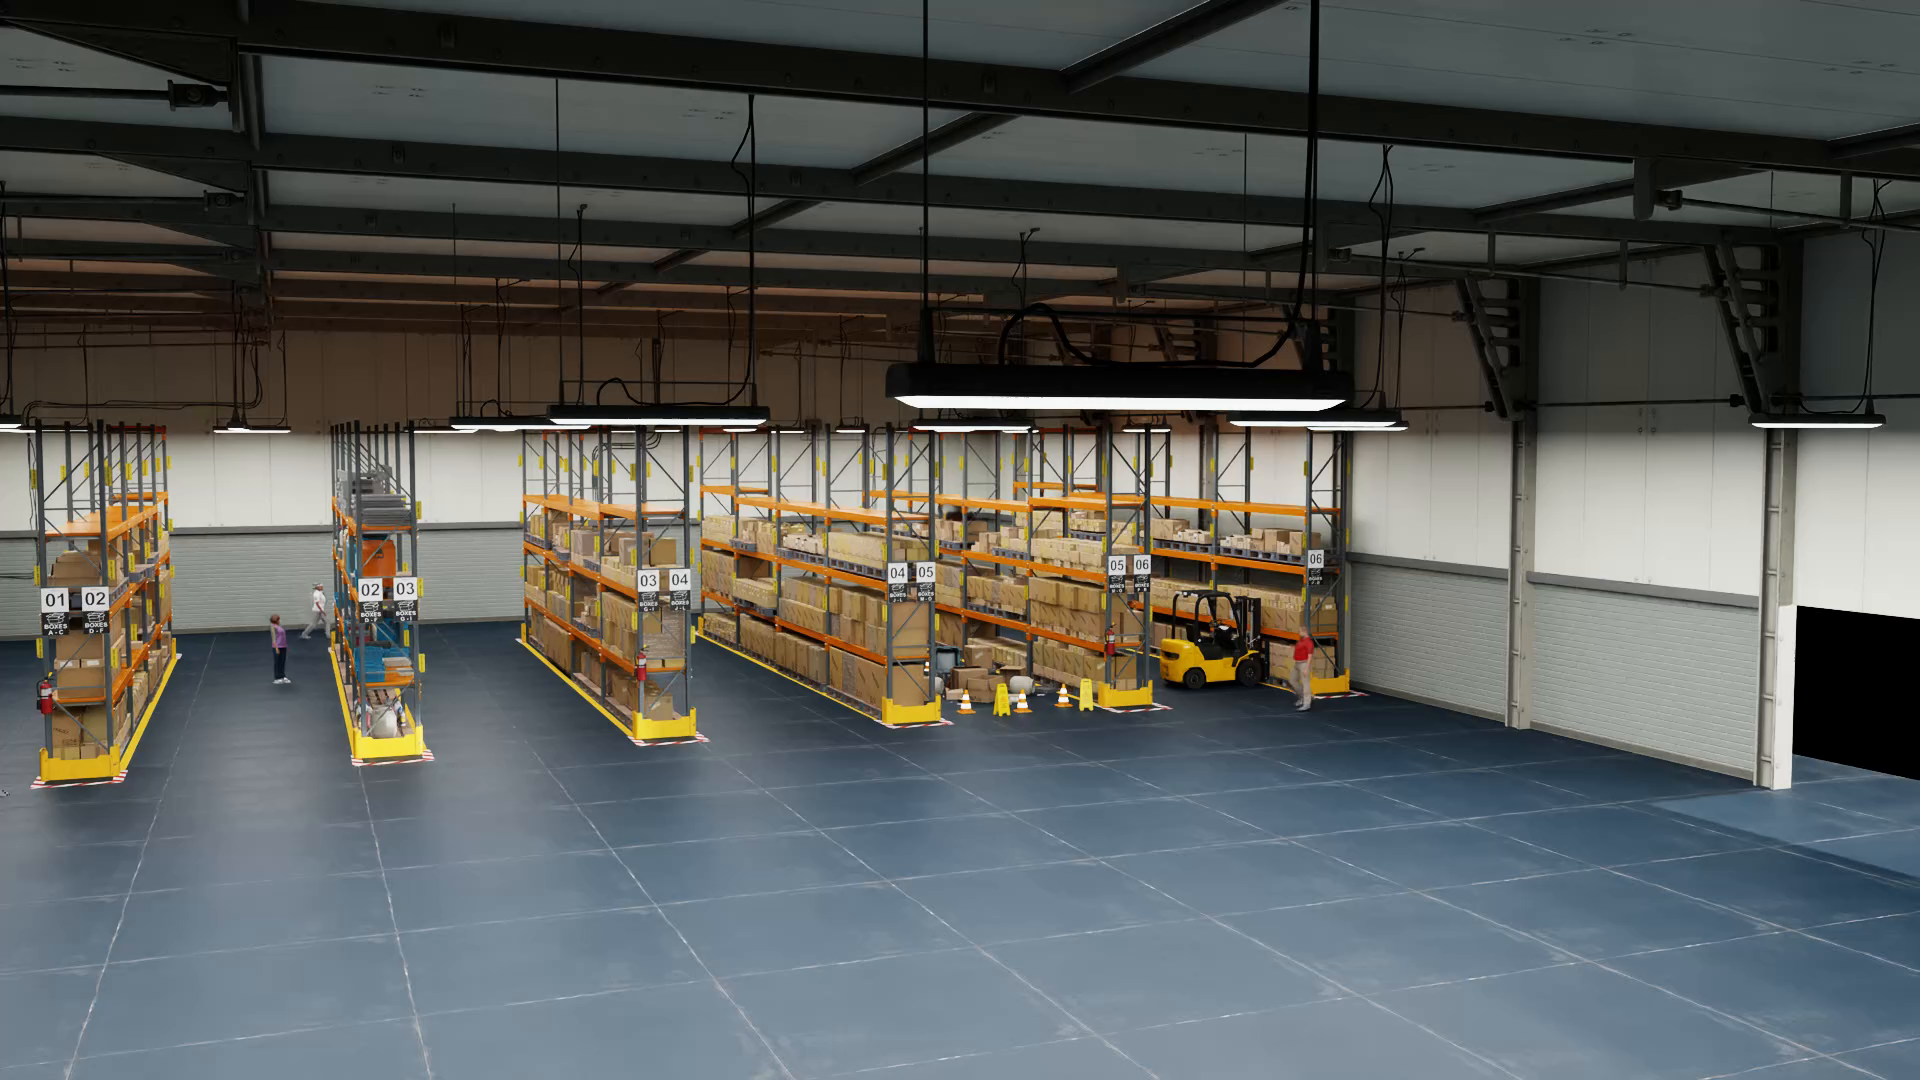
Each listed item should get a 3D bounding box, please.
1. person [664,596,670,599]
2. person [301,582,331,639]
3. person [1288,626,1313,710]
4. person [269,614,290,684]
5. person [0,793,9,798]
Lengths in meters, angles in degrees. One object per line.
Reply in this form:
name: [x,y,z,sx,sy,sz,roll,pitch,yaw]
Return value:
person: [-8.466,1.879,48.397,0.587,1.669,0.488,-2,4,-24]
person: [-18.004,1.984,46.689,0.964,1.638,0.452,-1,4,-13]
person: [7.191,2.678,34.917,0.483,1.743,0.641,-2,4,-24]
person: [-15.787,2.522,38.642,0.410,1.615,0.459,1,4,17]
person: [-15.335,3.236,26.007,0.634,1.813,0.694,-1,4,-13]
